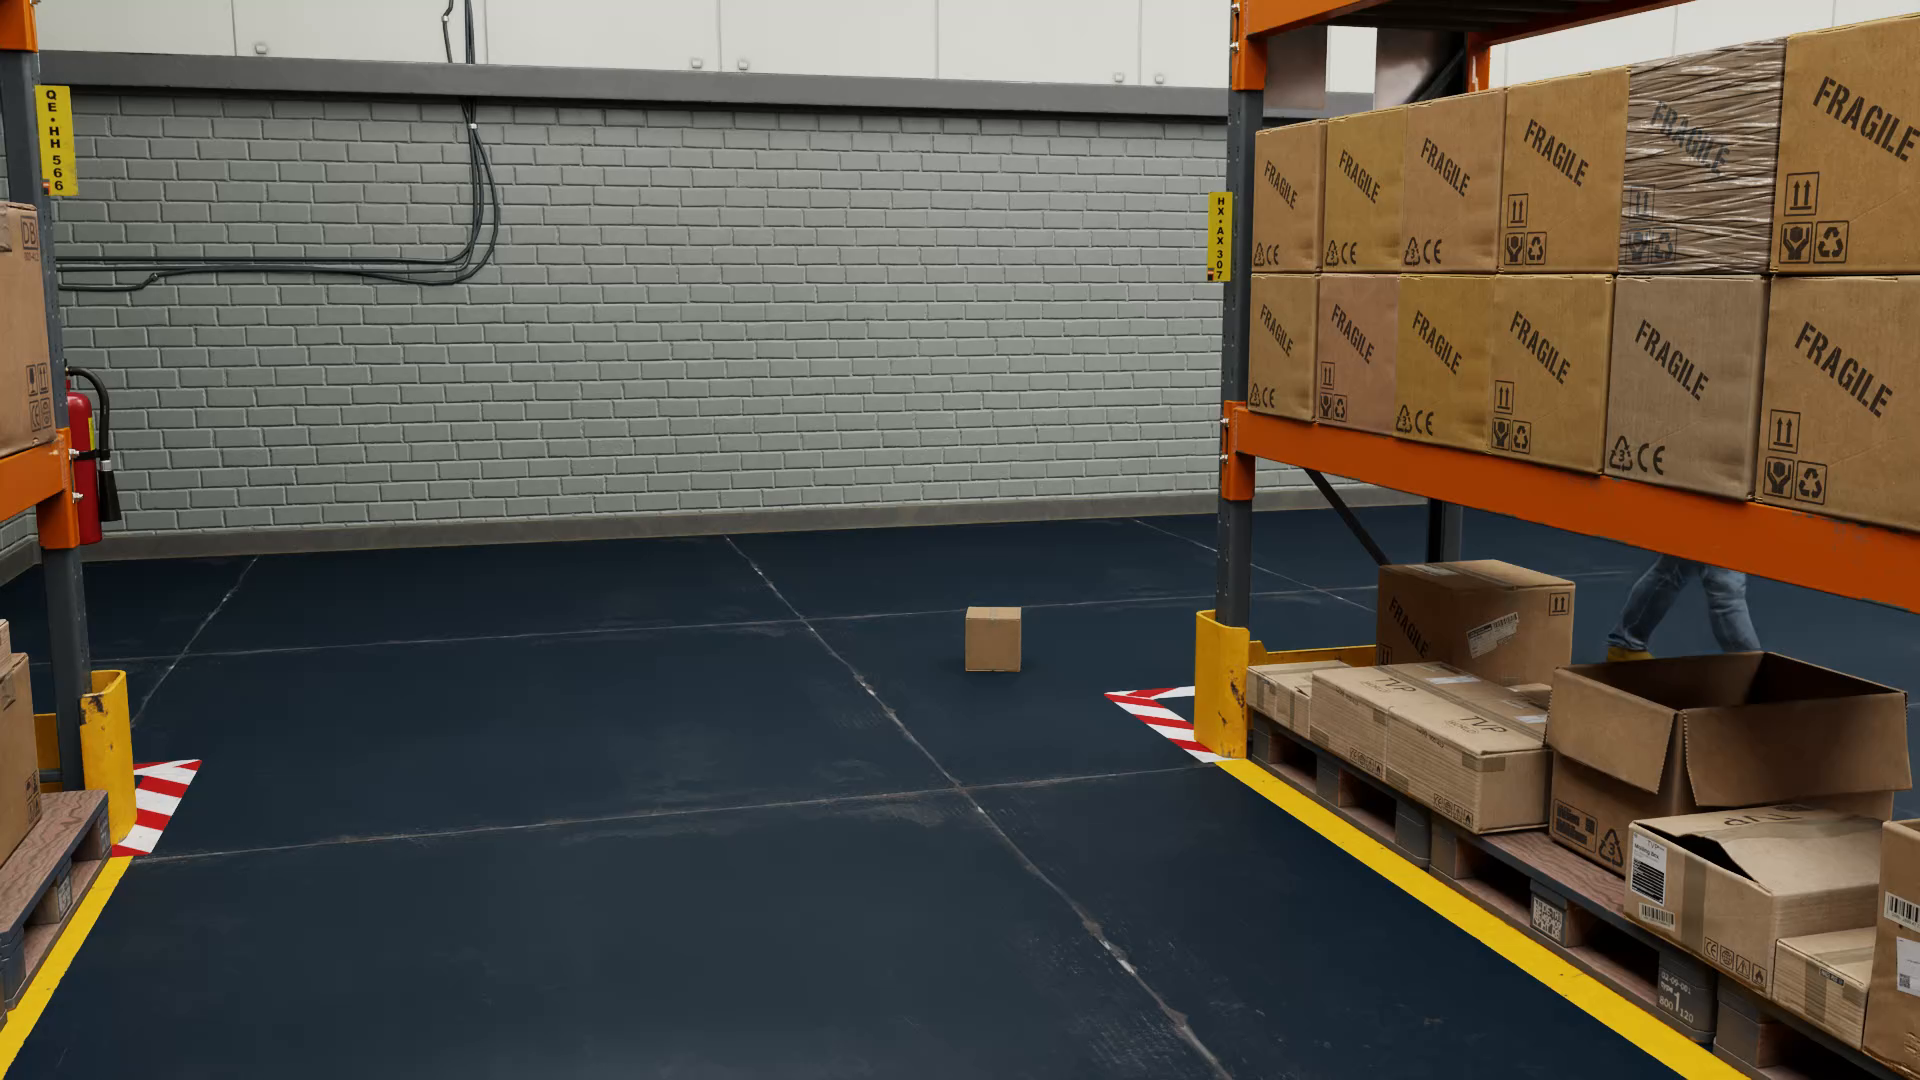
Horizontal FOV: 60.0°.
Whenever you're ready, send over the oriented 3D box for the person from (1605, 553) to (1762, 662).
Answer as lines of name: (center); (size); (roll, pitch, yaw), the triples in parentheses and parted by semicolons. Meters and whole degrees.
person: (3.161, -0.193, 6.916); (0.660, 1.698, 1.067); (-6, 11, -34)
